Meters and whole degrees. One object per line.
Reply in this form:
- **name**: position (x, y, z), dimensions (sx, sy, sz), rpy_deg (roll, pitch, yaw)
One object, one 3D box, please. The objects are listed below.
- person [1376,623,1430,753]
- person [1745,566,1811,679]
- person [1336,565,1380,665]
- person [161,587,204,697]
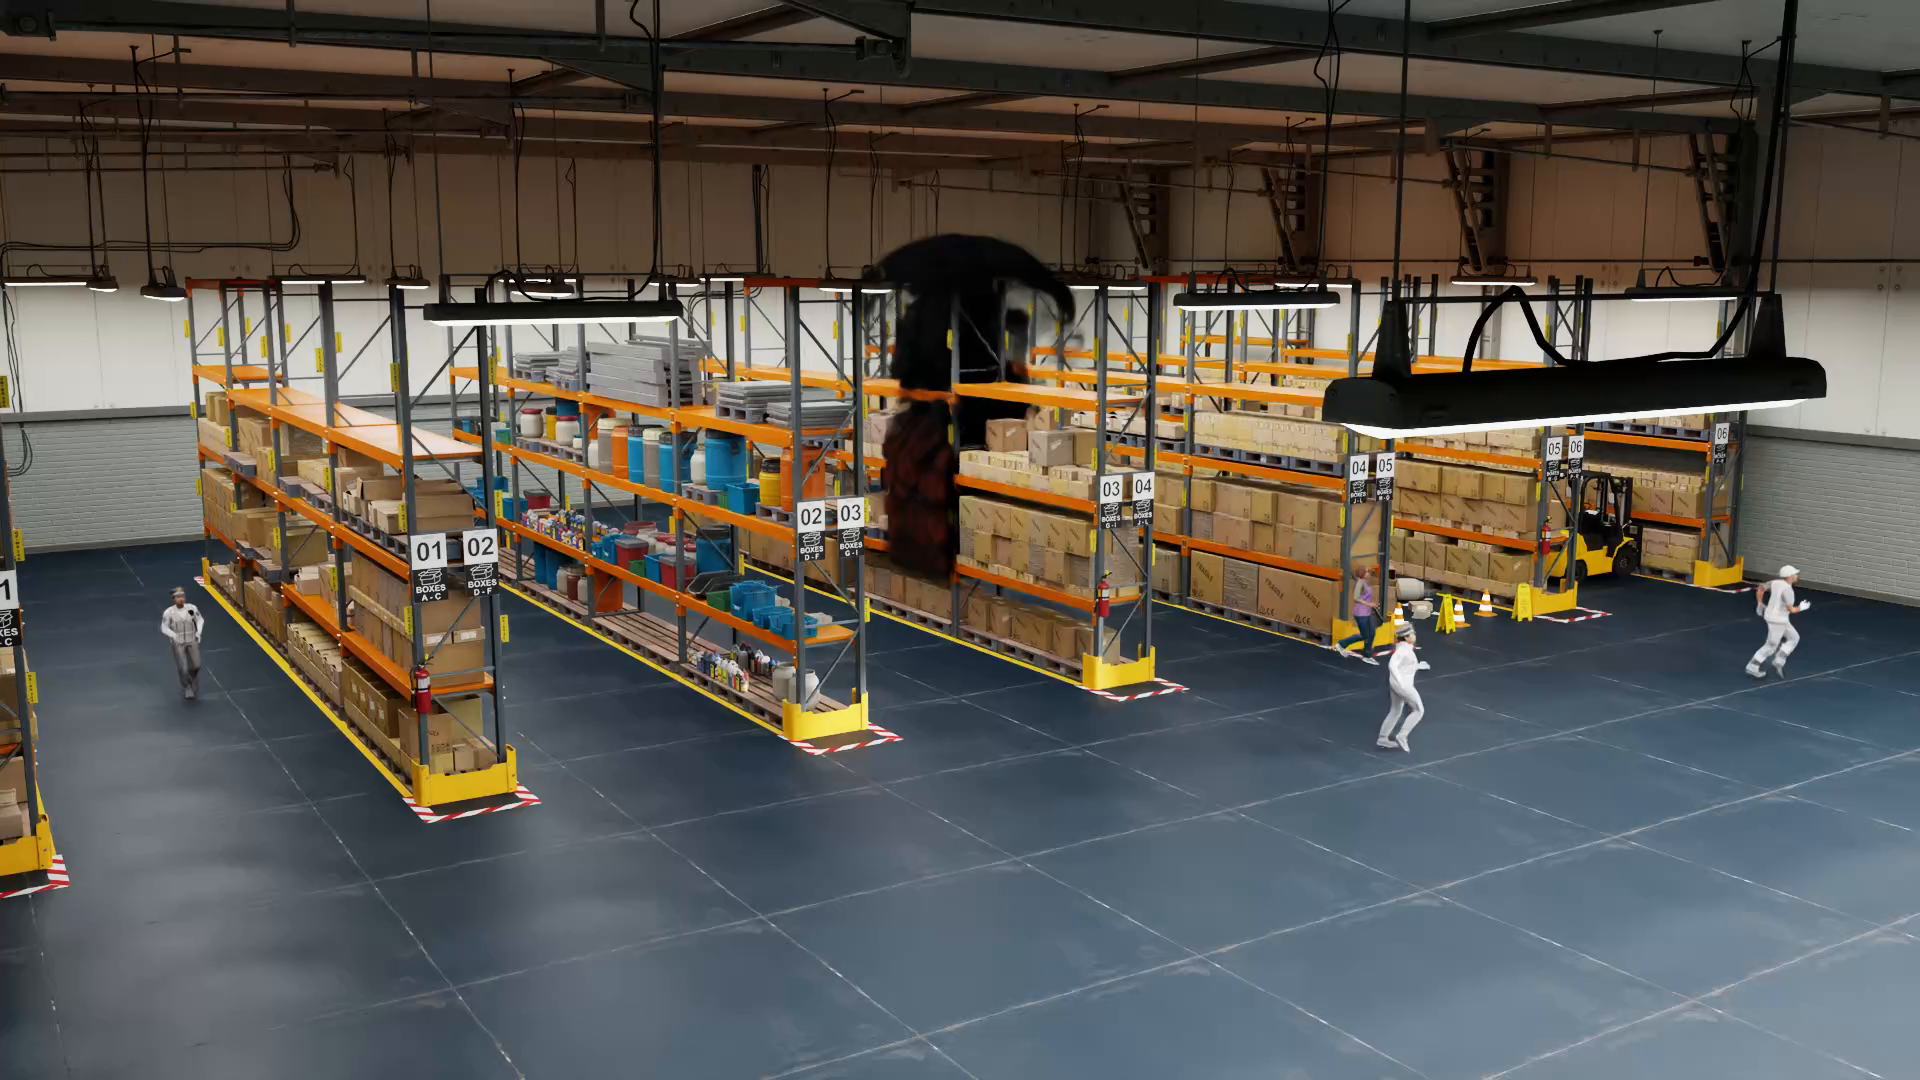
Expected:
- **person**: position (5.782, 1.915, 21.644), dimensions (0.673, 1.708, 0.583), rpy_deg (0, 10, 1)
- **person**: position (12.410, 1.246, 25.216), dimensions (0.818, 1.760, 0.695), rpy_deg (2, 10, 10)
- **person**: position (6.310, 1.186, 26.283), dimensions (0.686, 1.599, 0.549), rpy_deg (4, 10, 23)
- **person**: position (-11.241, 1.493, 24.133), dimensions (0.589, 1.648, 0.528), rpy_deg (-6, 11, -34)
